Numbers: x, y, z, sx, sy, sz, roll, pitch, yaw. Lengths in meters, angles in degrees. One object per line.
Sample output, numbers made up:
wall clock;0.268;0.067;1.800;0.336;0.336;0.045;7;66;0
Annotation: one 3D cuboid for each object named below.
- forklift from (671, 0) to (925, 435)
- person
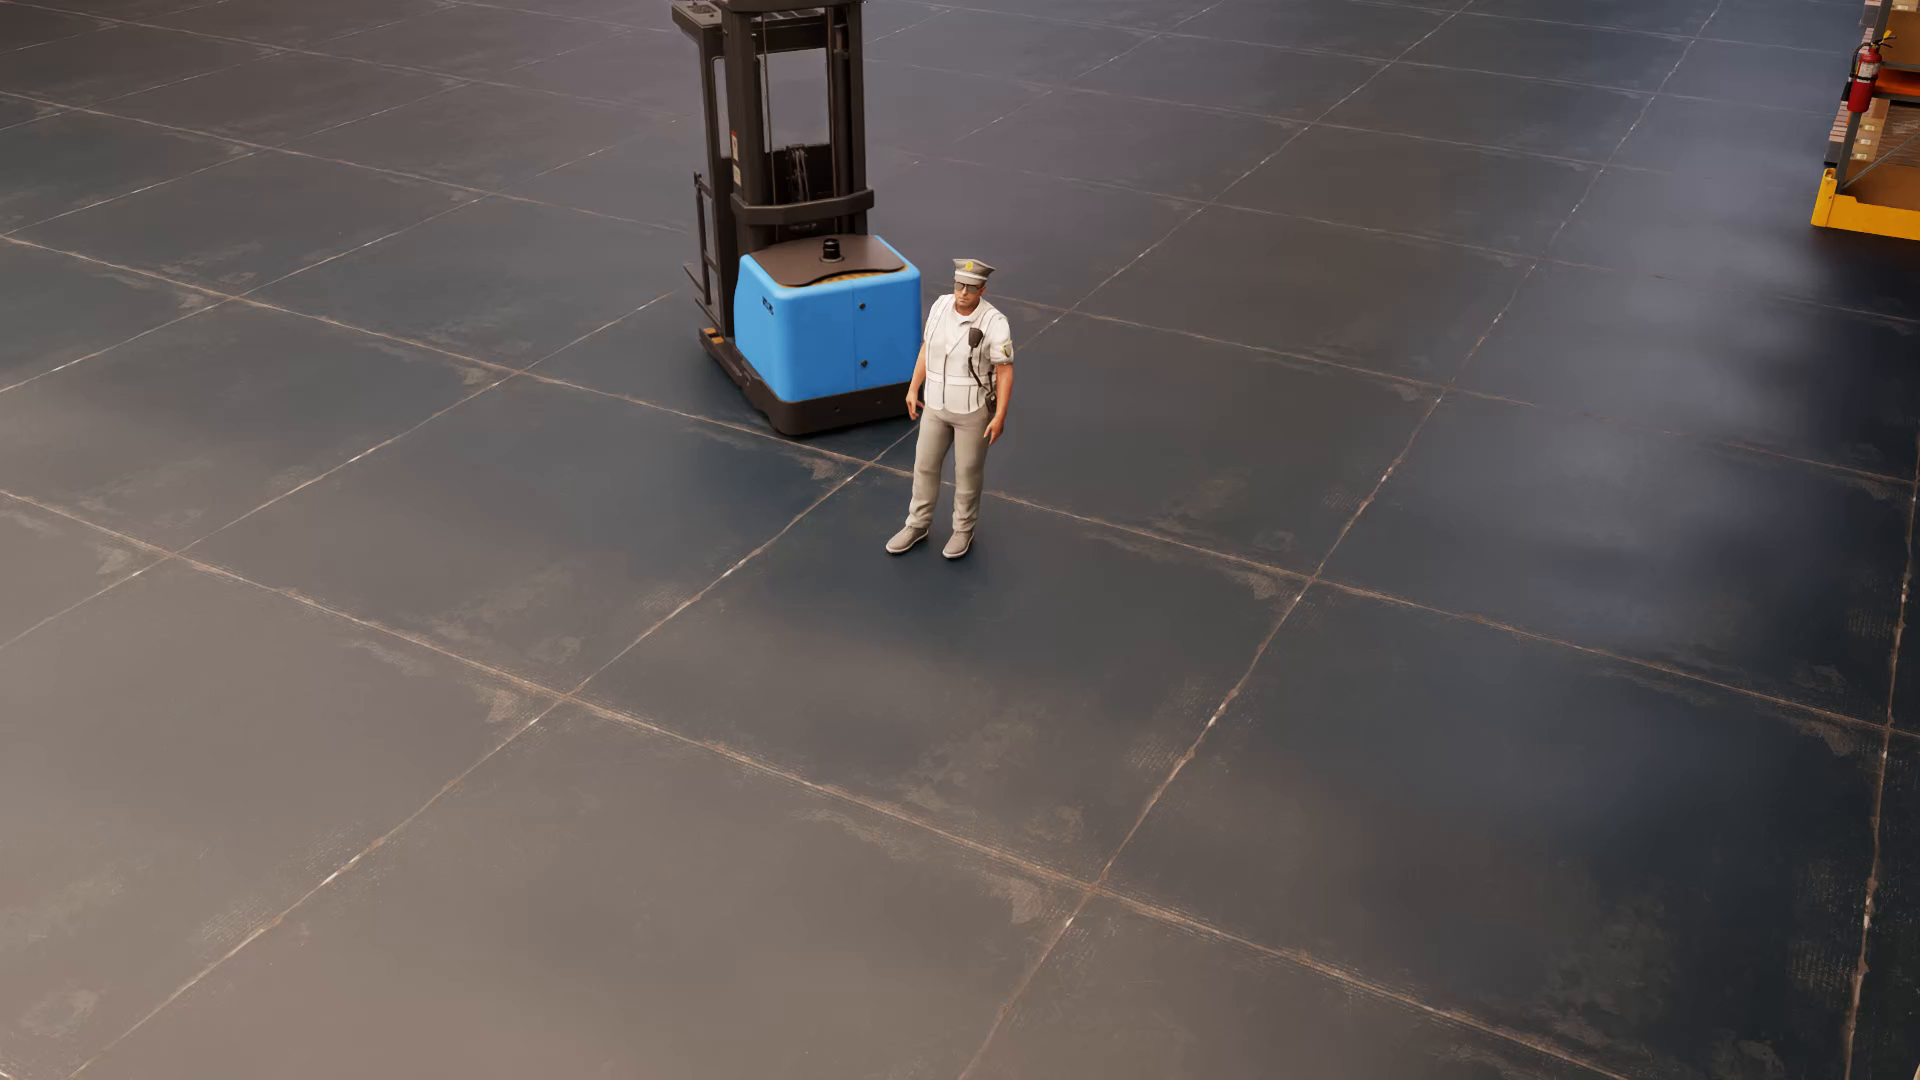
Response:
forklift;-1.305;-2.685;11.723;1.130;2.935;3.031;-13;32;-21
person;-0.048;-0.747;9.499;0.641;1.780;0.574;15;33;25
